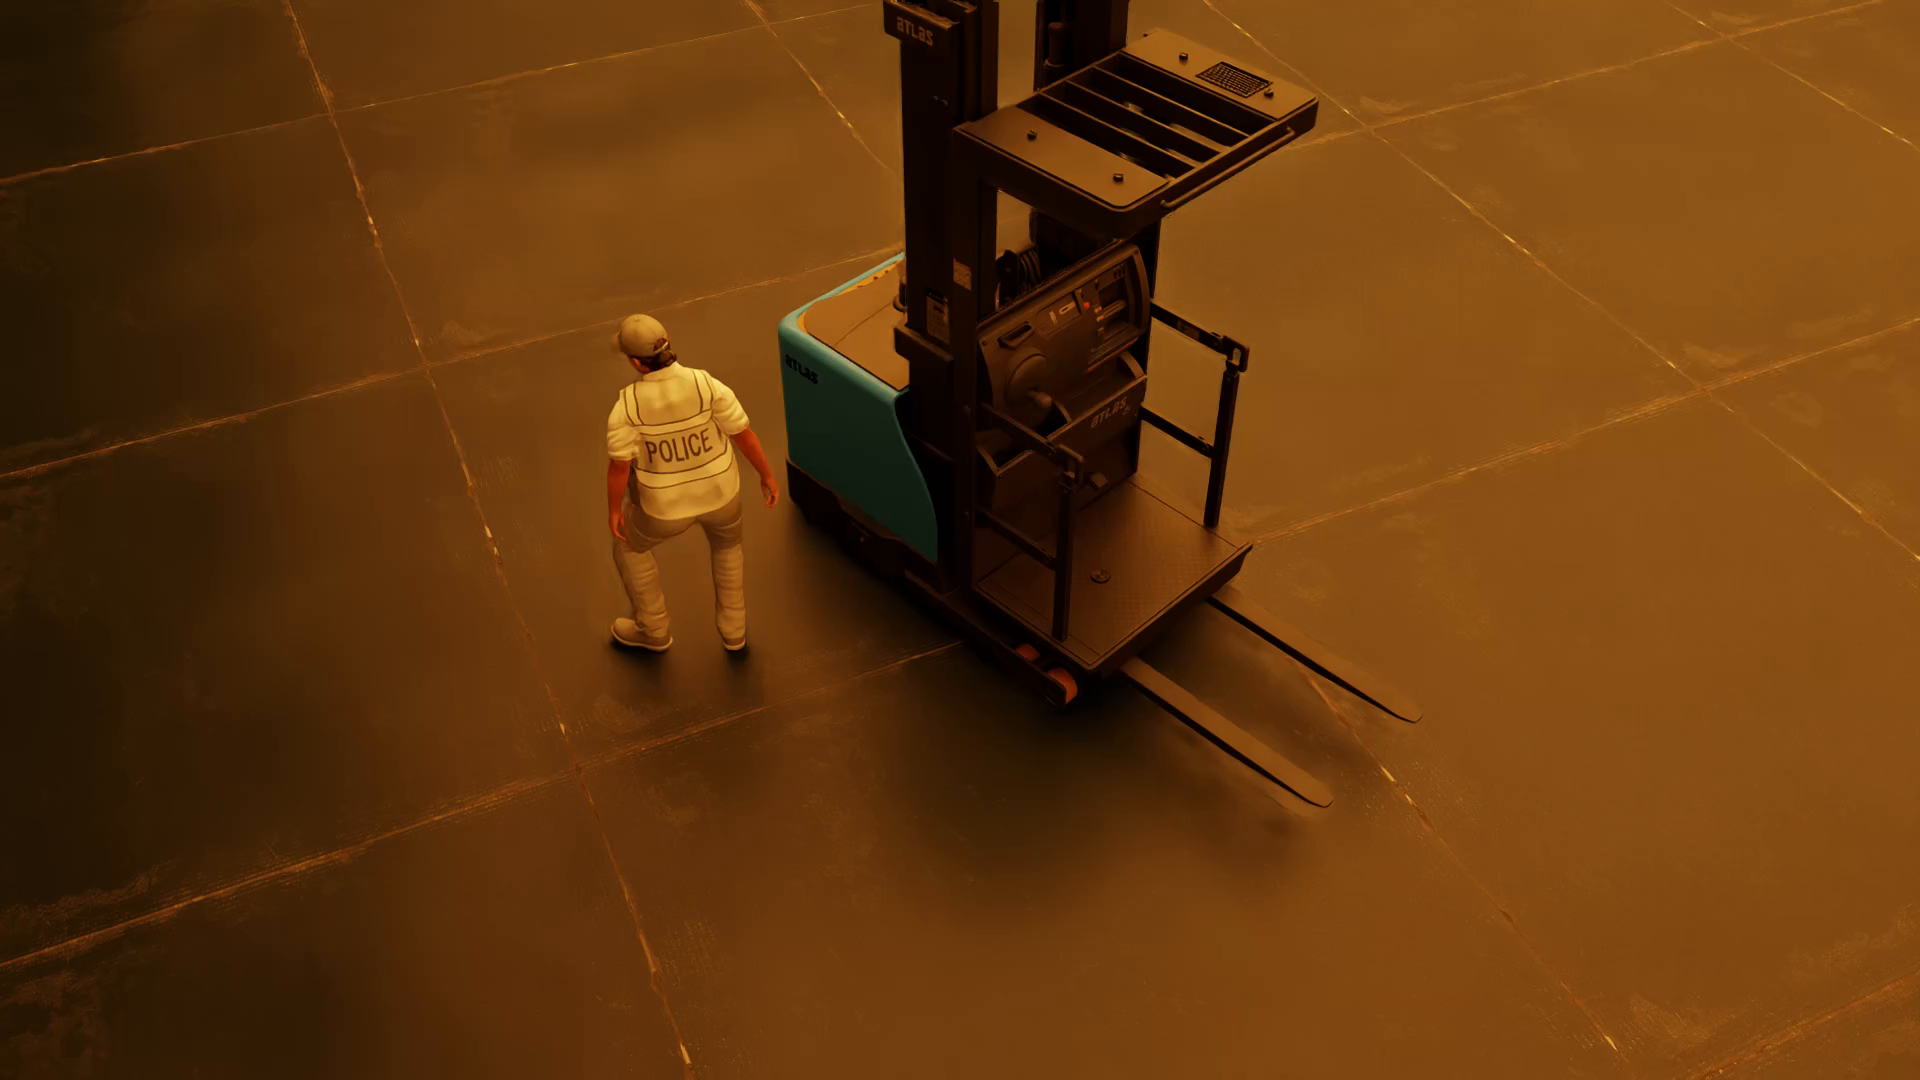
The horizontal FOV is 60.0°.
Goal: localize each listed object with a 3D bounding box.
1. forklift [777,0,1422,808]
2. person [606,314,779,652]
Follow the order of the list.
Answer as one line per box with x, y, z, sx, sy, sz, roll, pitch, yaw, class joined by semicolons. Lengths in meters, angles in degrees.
0.574;-0.770;6.506;1.130;2.935;3.031;-34;53;-31;forklift
-1.156;-0.212;6.886;0.777;1.640;0.461;-14;45;-14;person
